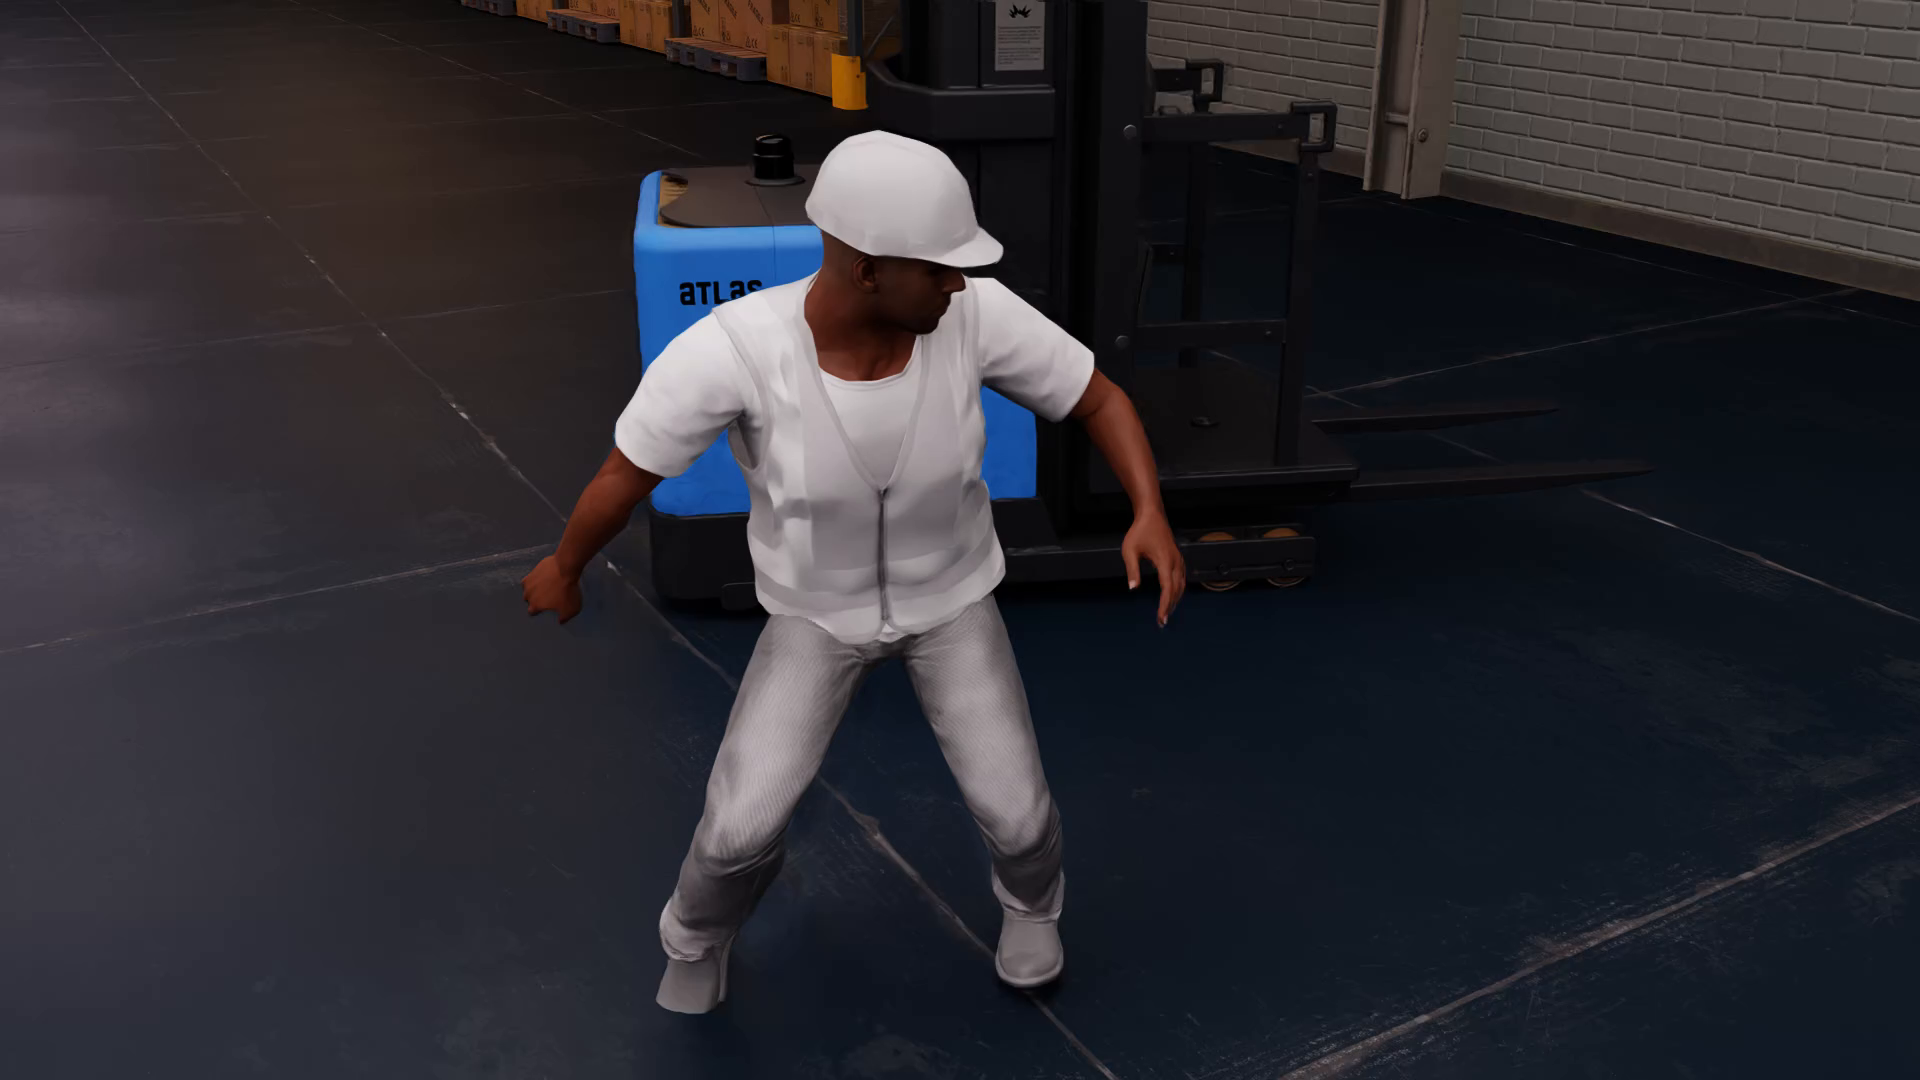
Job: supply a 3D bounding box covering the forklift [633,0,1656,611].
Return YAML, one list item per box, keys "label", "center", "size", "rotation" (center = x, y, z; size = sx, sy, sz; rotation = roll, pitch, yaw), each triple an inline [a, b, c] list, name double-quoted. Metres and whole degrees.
- label: "forklift"
  center: [0.581, -1.405, 4.697]
  size: [3.031, 2.935, 1.130]
  rotation: [-3, 23, -8]

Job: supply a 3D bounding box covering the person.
- label: "person"
  center: [-0.198, 0.152, 2.785]
  size: [1.074, 1.683, 0.537]
  rotation: [-3, 23, -8]
